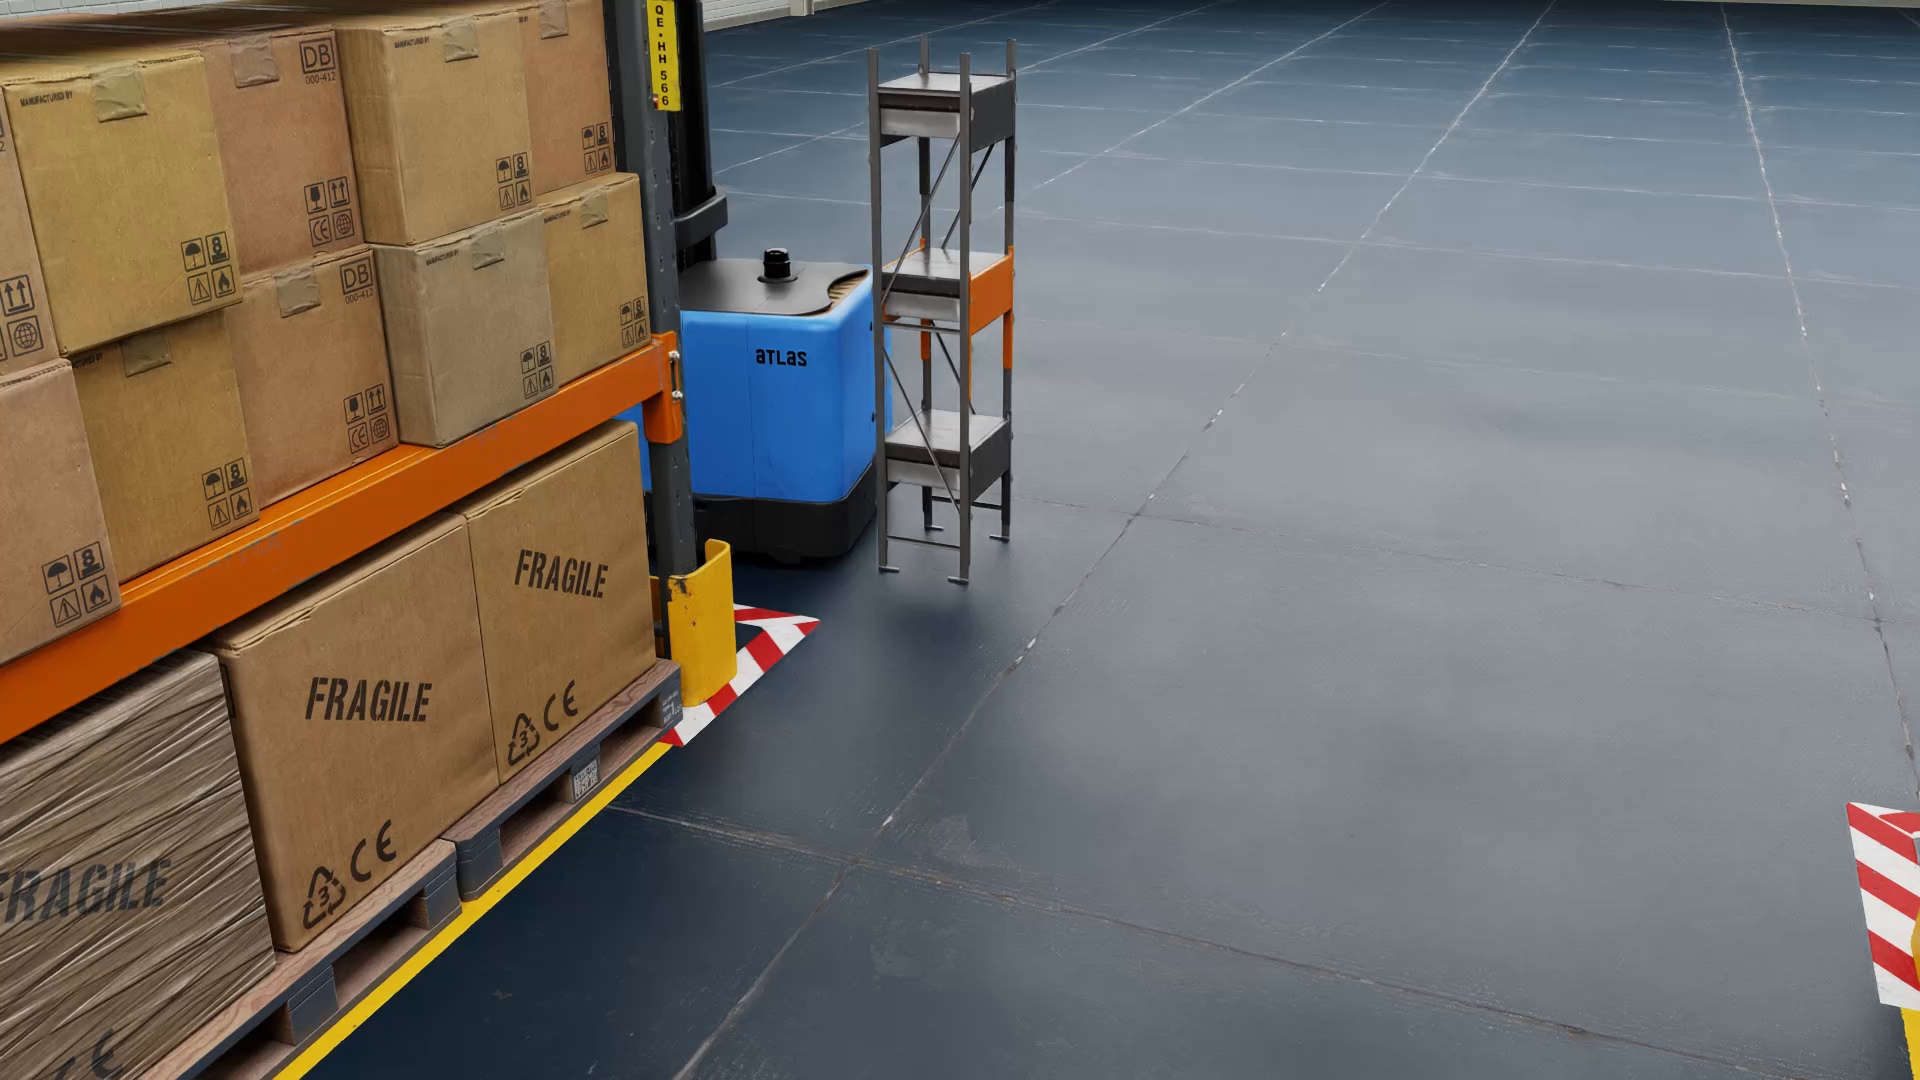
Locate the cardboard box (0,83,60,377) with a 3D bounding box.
[{"bbox_3d":[-2.303,-0.575,3.139,0.875,0.550,0.550,9,24,20],"label":"cardboard box"}]

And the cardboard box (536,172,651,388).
[{"bbox_3d":[-1.507,-0.855,5.210,0.875,0.550,0.550,9,24,20],"label":"cardboard box"}]

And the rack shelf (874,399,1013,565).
[{"bbox_3d":[-0.061,-0.251,6.979,0.431,0.518,0.480,9,24,20],"label":"rack shelf"}]

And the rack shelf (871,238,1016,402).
[{"bbox_3d":[-0.062,-0.897,6.709,0.431,0.518,0.480,9,24,20],"label":"rack shelf"}]

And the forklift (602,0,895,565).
[{"bbox_3d":[-1.865,-1.519,7.083,3.031,2.935,1.130,4,23,11],"label":"forklift"}]

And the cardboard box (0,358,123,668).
[{"bbox_3d":[-2.278,-0.073,3.338,0.875,0.550,0.550,9,24,20],"label":"cardboard box"}]

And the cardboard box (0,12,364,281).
[{"bbox_3d":[-2.037,-0.974,4.094,0.875,0.550,0.550,9,24,20],"label":"cardboard box"}]

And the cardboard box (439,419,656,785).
[{"bbox_3d":[-1.601,0.114,5.297,0.875,0.875,0.875,9,24,20],"label":"cardboard box"}]

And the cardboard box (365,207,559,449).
[{"bbox_3d":[-1.691,-0.655,4.731,0.875,0.550,0.550,9,24,20],"label":"cardboard box"}]

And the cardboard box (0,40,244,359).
[{"bbox_3d":[-2.114,-0.766,3.596,0.875,0.550,0.500,9,24,20],"label":"cardboard box"}]

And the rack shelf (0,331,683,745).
[{"bbox_3d":[-2.154,0.123,3.997,1.077,0.370,4.000,9,24,20],"label":"rack shelf"}]

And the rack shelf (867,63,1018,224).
[{"bbox_3d":[-0.062,-1.543,6.439,0.431,0.518,0.480,9,24,20],"label":"rack shelf"}]

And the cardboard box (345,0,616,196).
[{"bbox_3d":[-1.585,-1.365,5.030,0.875,0.550,0.550,9,24,20],"label":"cardboard box"}]

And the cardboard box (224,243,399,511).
[{"bbox_3d":[-2.015,-0.472,4.294,0.875,0.550,0.550,9,24,20],"label":"cardboard box"}]

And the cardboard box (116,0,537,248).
[{"bbox_3d":[-1.703,-1.155,4.528,0.875,0.550,0.550,9,24,20],"label":"cardboard box"}]

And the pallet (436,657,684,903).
[{"bbox_3d":[-1.635,0.659,5.398,1.003,0.211,1.213,9,24,20],"label":"pallet"}]

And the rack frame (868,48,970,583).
[{"bbox_3d":[-0.152,-0.822,6.494,0.400,2.100,0.015,9,24,20],"label":"rack frame"}]

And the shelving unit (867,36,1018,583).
[{"bbox_3d":[-0.062,-0.910,6.703,0.431,2.100,0.503,9,24,20],"label":"shelving unit"}]

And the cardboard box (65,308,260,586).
[{"bbox_3d":[-2.174,-0.277,3.826,0.875,0.550,0.500,9,24,20],"label":"cardboard box"}]

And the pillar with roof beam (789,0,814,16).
[{"bbox_3d":[1.162,-12.927,26.522,9.100,9.000,0.400,9,24,20],"label":"pillar with roof beam"}]

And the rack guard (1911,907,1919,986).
[{"bbox_3d":[3.129,1.002,4.202,1.175,0.500,0.348,9,24,20],"label":"rack guard"}]

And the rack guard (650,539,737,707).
[{"bbox_3d":[-1.402,0.220,6.074,1.175,0.500,0.348,9,24,20],"label":"rack guard"}]

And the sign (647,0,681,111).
[{"bbox_3d":[-0.912,-1.486,5.105,0.100,0.325,0.005,9,24,20],"label":"sign"}]

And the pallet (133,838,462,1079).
[{"bbox_3d":[-2.090,1.094,4.356,1.003,0.211,1.213,9,24,20],"label":"pallet"}]

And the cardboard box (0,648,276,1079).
[{"bbox_3d":[-2.267,0.755,3.762,0.875,0.875,0.875,9,24,20],"label":"cardboard box"}]

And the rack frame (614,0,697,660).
[{"bbox_3d":[-1.411,-0.925,5.572,1.000,3.000,0.127,9,24,20],"label":"rack frame"}]

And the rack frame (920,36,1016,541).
[{"bbox_3d":[0.029,-0.997,6.913,0.400,2.100,0.015,9,24,20],"label":"rack frame"}]

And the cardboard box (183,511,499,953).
[{"bbox_3d":[-1.926,0.429,4.542,0.875,0.875,0.875,8,24,19],"label":"cardboard box"}]
